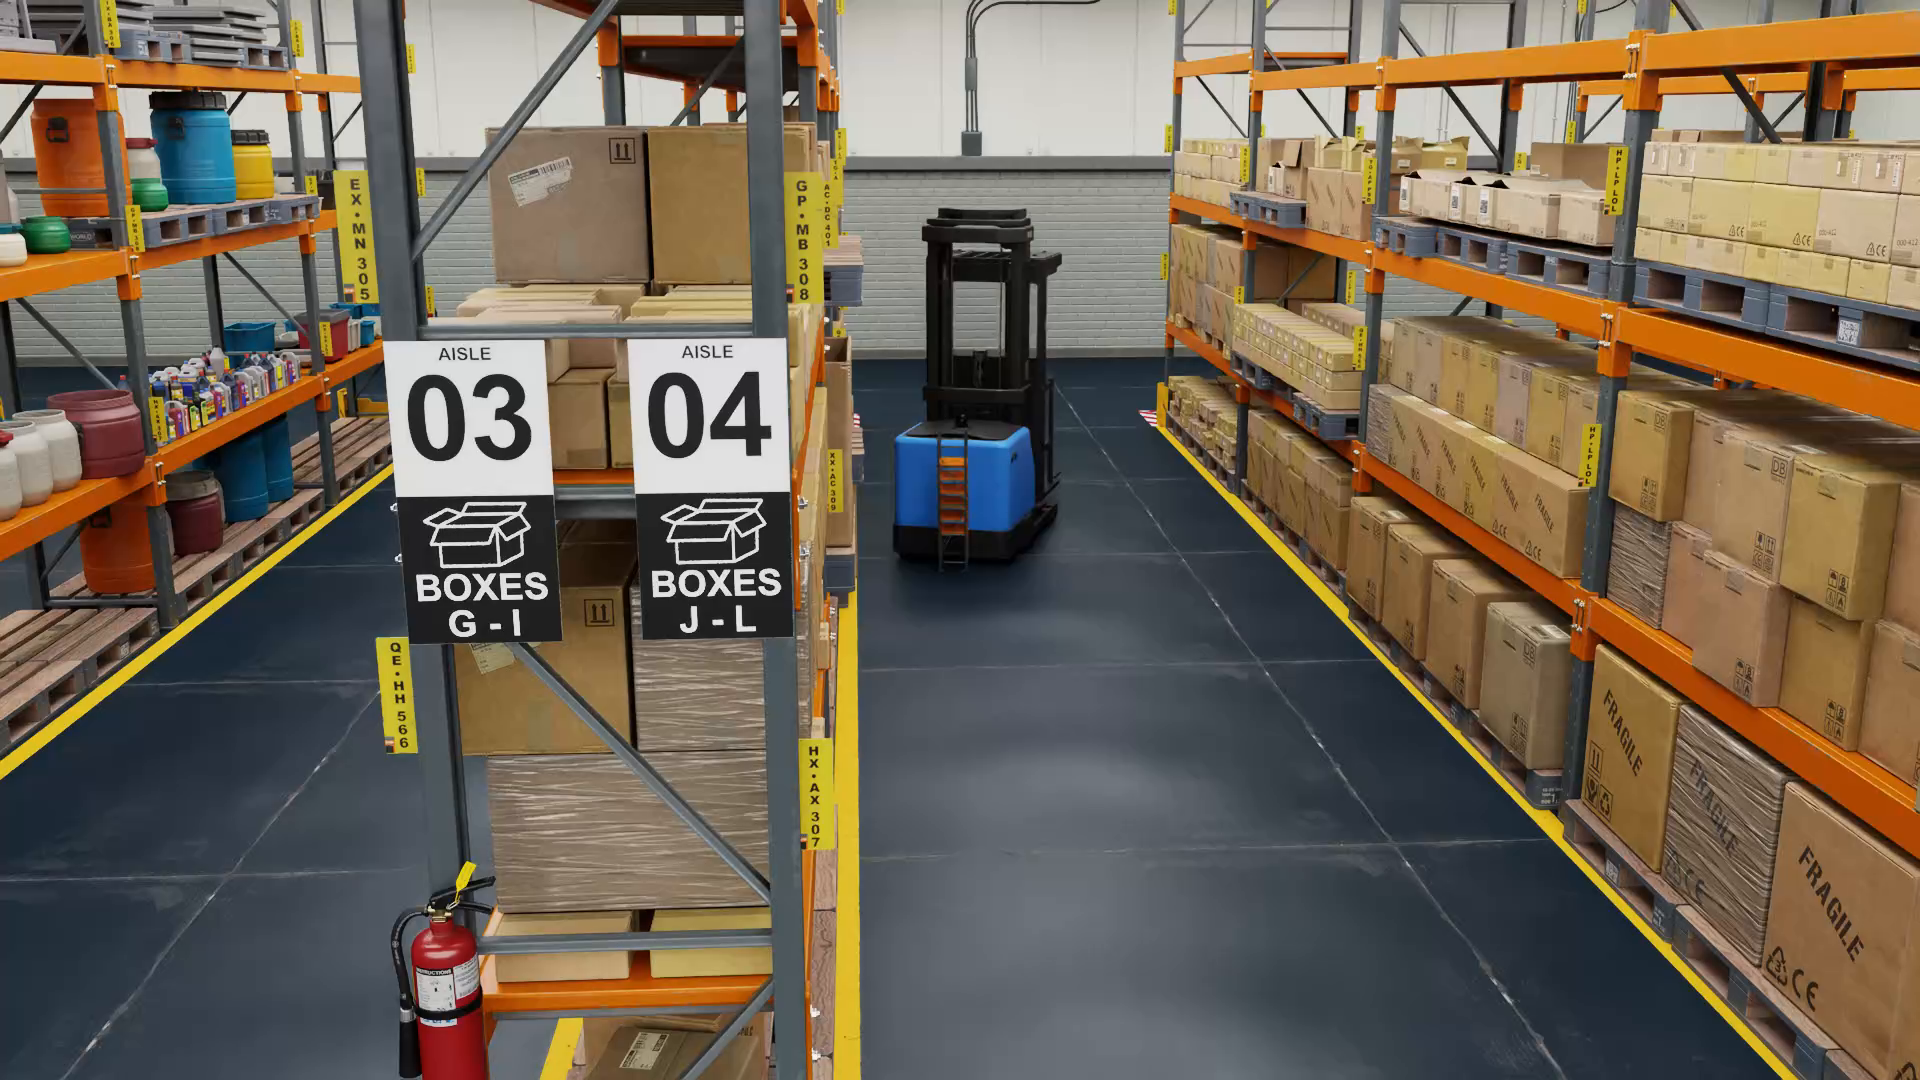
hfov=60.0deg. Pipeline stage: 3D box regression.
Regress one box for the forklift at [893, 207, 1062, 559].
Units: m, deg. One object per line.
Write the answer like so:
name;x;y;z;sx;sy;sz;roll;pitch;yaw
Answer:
forklift;0.304;-1.578;15.276;1.130;2.935;3.031;4;15;15

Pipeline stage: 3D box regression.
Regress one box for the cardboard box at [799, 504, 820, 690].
cardboard box;-0.724;0.183;5.490;0.500;0.500;0.500;-1;14;-3

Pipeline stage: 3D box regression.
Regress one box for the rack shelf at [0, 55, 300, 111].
rack shelf;-6.501;-3.648;13.393;1.077;0.370;4.000;-1;14;-3

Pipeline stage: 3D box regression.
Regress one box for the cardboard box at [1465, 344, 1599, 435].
cardboard box;3.640;-0.956;10.515;0.700;0.500;0.500;-1;14;-4

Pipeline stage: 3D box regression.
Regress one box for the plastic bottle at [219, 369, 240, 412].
plastic bottle;-6.173;-1.261;14.007;0.144;0.351;0.185;-1;14;-3

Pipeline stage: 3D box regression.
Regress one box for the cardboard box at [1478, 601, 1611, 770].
cardboard box;3.643;0.812;9.521;1.050;0.750;0.750;-1;14;-4

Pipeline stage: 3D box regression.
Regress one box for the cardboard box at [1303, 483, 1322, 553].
cardboard box;3.193;-0.197;13.946;0.500;0.500;0.500;0;14;-1

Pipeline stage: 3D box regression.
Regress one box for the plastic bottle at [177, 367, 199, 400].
plastic bottle;-6.767;-1.373;14.593;0.152;0.276;0.135;-1;14;-3

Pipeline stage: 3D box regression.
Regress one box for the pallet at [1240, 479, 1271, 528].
pallet;3.325;-0.366;16.026;1.003;0.211;1.213;-1;14;-3

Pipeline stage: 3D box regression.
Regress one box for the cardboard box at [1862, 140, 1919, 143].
cardboard box;8.059;-3.155;14.207;0.500;0.500;0.500;-1;14;-3

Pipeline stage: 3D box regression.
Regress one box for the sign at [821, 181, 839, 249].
sign;-0.644;-1.583;8.100;0.100;0.325;0.005;-1;14;-3

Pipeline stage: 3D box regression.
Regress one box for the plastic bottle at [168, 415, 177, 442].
plastic bottle;-6.067;-0.857;12.738;0.097;0.201;0.097;0;14;0

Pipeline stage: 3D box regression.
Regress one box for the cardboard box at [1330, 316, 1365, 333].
cardboard box;3.555;-1.926;14.959;0.380;0.149;0.250;-1;14;-5

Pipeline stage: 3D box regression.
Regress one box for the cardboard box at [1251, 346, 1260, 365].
cardboard box;2.890;-1.693;15.250;0.380;0.149;0.250;-1;14;-3

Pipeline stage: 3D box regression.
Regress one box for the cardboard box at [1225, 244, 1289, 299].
cardboard box;2.977;-2.700;16.695;0.500;0.500;0.500;-1;14;-5

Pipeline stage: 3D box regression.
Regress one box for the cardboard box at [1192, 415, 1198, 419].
cardboard box;2.878;-1.340;19.093;0.380;0.149;0.250;-1;14;-3

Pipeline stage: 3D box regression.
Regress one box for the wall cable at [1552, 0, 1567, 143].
wall cable;8.079;-7.333;25.469;2.355;3.000;0.029;-1;14;-3

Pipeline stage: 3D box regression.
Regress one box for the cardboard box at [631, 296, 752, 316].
cardboard box;-0.782;-0.647;5.001;0.380;0.149;0.250;-1;14;-4

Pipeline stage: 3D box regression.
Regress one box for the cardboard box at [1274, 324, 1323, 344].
cardboard box;2.942;-1.787;14.418;0.380;0.149;0.250;0;14;-2

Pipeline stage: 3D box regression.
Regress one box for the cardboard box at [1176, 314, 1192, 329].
cardboard box;2.741;-2.567;19.489;0.380;0.149;0.250;-1;14;-5

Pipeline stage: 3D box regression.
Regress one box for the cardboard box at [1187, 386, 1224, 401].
cardboard box;2.844;-1.689;19.254;0.380;0.149;0.250;-2;15;-6

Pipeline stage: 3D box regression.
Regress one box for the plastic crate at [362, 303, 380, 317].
plastic crate;-6.665;-2.743;19.476;0.616;0.435;0.499;-1;14;-3

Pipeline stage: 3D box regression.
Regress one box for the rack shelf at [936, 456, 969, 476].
rack shelf;-0.060;-0.610;13.712;0.258;0.103;0.180;1;24;3

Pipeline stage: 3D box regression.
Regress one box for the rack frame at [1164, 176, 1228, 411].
rack frame;3.028;-2.905;20.298;1.000;3.000;0.127;-1;14;-3

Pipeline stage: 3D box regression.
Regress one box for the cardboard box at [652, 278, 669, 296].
cardboard box;-1.304;-0.970;6.256;0.380;0.149;0.250;-1;14;-2

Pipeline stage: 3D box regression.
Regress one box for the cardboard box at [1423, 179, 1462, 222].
cardboard box;3.380;-2.239;10.948;0.500;0.250;0.500;0;14;-2

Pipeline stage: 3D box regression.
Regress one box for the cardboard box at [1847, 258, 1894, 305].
cardboard box;3.566;-0.966;6.200;0.380;0.149;0.250;-1;14;-3

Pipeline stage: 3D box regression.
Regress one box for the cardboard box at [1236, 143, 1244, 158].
cardboard box;2.957;-3.865;16.505;0.380;0.149;0.250;-1;14;-2

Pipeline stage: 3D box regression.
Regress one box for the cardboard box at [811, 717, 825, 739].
cardboard box;-0.713;0.798;6.409;0.380;0.149;0.250;-1;14;-3

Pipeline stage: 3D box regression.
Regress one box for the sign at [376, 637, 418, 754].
sign;-1.493;0.415;4.435;0.100;0.325;0.005;-1;14;-3

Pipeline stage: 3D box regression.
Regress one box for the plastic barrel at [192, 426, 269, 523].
plastic barrel;-6.564;-0.658;14.932;0.600;0.901;0.708;-1;14;-3

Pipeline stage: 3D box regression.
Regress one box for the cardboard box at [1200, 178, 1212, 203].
cardboard box;2.895;-3.782;17.987;0.500;0.250;0.500;-1;14;-4

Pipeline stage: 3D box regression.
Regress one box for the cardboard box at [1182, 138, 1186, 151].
cardboard box;2.821;-4.636;19.504;0.380;0.149;0.250;-1;14;-4

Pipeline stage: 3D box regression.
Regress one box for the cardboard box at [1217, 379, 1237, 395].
cardboard box;3.272;-1.825;19.784;0.380;0.149;0.250;-1;14;-2

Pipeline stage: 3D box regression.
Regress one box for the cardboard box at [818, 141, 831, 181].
cardboard box;-1.154;-2.492;11.470;0.500;0.500;0.500;-1;14;-2

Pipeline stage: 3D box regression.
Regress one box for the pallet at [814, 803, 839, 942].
pallet;-1.108;1.648;8.199;1.003;0.211;1.213;-1;14;-3

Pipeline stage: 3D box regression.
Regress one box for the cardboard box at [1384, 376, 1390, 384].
cardboard box;3.664;-1.245;13.508;0.380;0.149;0.250;0;14;-1

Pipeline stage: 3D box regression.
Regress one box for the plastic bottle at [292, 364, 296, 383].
plastic bottle;-6.243;-1.565;15.487;0.097;0.201;0.097;0;14;0

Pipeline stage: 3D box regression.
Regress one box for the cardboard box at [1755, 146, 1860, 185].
cardboard box;3.520;-1.540;6.834;0.380;0.149;0.250;-1;14;-3

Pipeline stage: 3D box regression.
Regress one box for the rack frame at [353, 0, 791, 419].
rack frame;-0.938;-1.780;3.885;1.000;3.000;0.127;-1;14;-3

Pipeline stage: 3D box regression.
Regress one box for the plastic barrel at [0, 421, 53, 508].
plastic barrel;-6.074;-0.484;10.665;0.421;0.512;0.421;0;14;0

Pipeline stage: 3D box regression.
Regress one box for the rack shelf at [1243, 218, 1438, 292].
rack shelf;3.400;-2.517;14.214;1.077;0.370;4.000;-1;14;-3

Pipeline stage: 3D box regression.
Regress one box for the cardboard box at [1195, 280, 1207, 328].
cardboard box;2.894;-2.600;18.315;0.500;0.500;0.500;-1;14;-5

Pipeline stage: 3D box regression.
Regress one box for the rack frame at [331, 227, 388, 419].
rack frame;-6.872;-2.777;19.800;1.000;3.000;0.127;-1;14;-3

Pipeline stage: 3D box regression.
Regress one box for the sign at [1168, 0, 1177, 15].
sign;2.486;-6.293;19.391;0.100;0.325;0.005;-1;14;-3

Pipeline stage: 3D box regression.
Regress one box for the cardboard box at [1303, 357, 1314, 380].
cardboard box;3.001;-1.389;13.469;0.380;0.149;0.250;-1;14;-2

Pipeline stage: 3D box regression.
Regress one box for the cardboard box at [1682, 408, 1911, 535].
cardboard box;3.910;-0.289;7.662;0.875;0.550;0.550;-1;14;-3

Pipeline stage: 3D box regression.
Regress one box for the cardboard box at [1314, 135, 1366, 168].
cardboard box;3.139;-3.204;13.701;0.396;0.266;0.258;-1;14;-3

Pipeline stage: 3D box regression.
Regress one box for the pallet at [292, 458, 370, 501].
pallet;-6.709;-0.614;16.990;1.003;0.211;1.213;-1;14;-3

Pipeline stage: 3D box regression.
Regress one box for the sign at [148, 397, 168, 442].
sign;-5.828;-0.877;12.087;0.100;0.325;0.005;-1;14;-3

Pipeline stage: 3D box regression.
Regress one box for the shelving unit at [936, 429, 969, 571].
shelving unit;-0.057;-0.323;13.842;0.258;1.200;0.189;1;24;3

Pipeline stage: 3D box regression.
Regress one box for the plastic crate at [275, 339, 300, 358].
plastic crate;-6.962;-1.952;17.027;0.437;0.125;0.590;-1;14;-3

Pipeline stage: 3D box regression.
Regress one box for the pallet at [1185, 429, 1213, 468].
pallet;3.120;-1.030;18.608;1.003;0.211;1.213;-1;14;-3
